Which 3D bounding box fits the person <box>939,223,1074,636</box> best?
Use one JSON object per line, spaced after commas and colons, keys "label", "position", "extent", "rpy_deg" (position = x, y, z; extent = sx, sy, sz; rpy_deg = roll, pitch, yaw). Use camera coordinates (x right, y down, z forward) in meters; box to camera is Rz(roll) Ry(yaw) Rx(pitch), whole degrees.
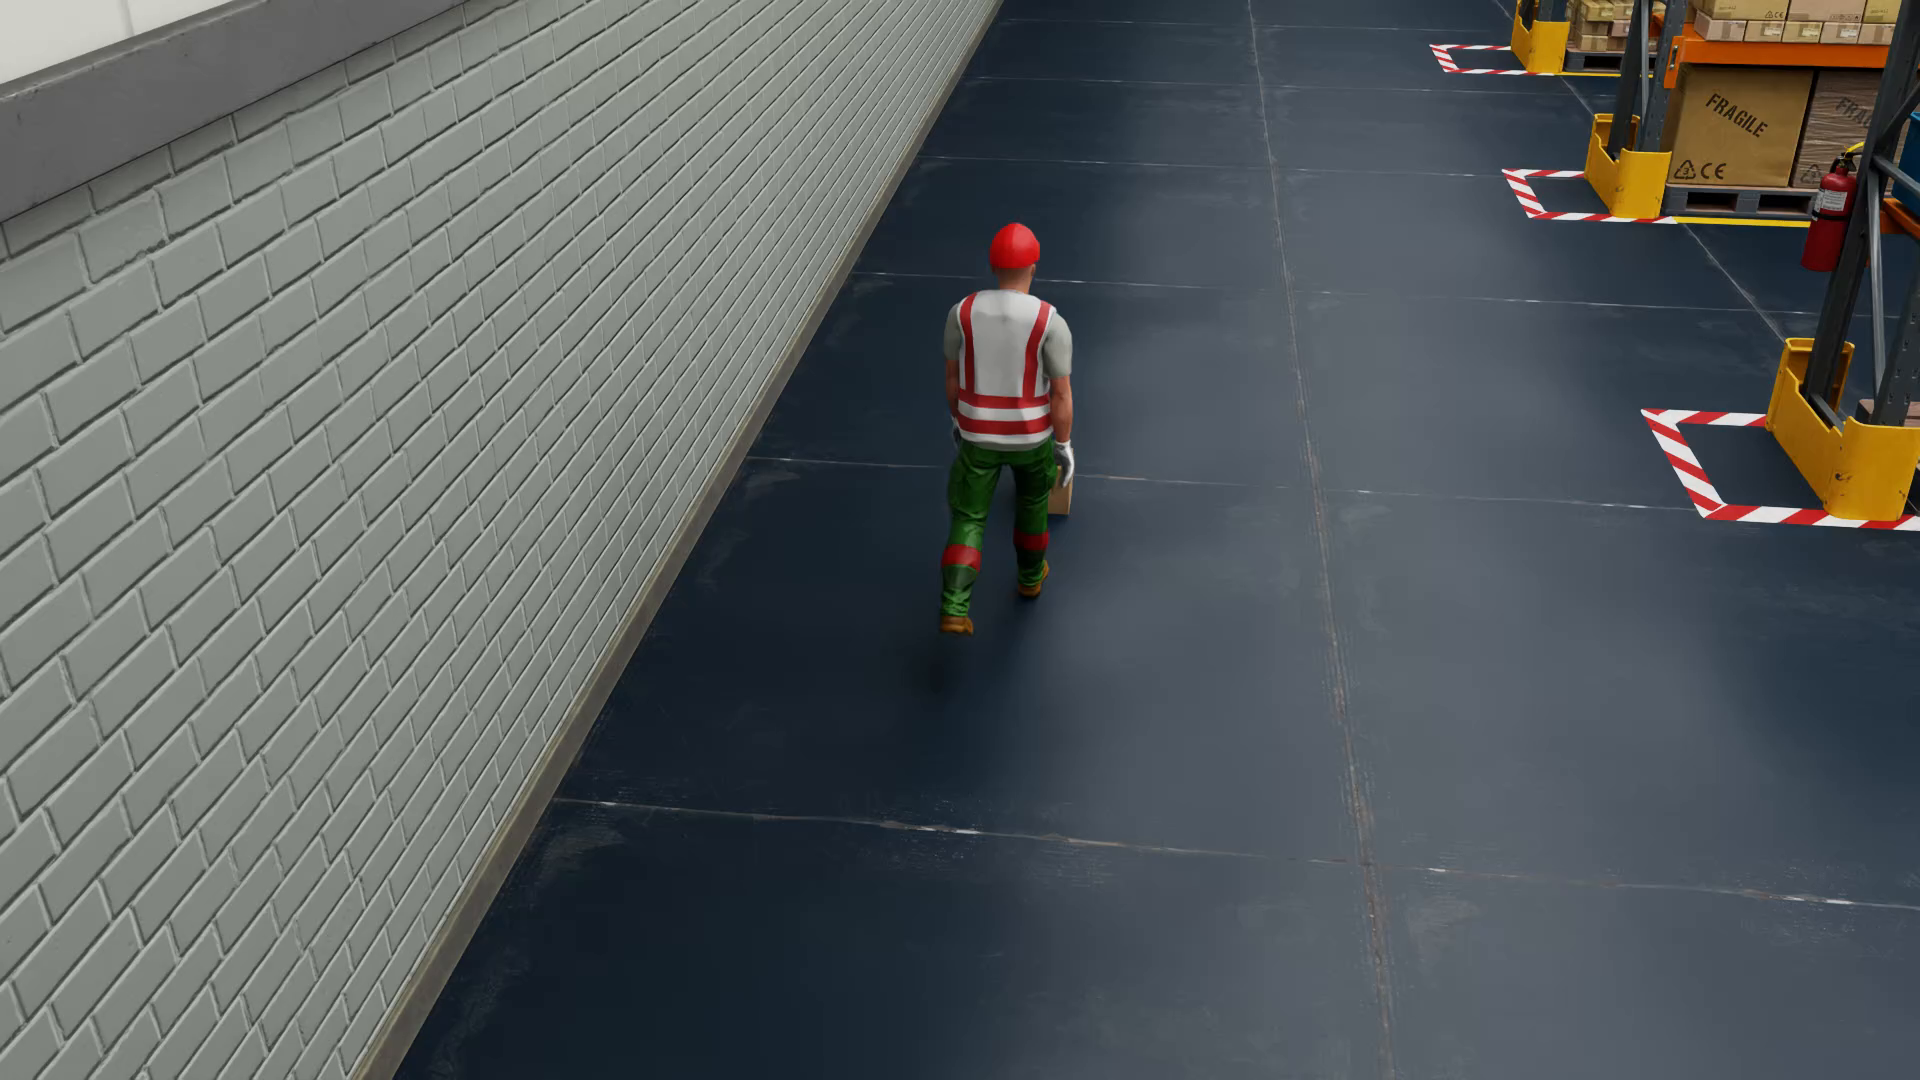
{"label": "person", "position": [0.199, -0.428, 6.909], "extent": [0.565, 1.756, 0.986], "rpy_deg": [4, 28, 8]}
